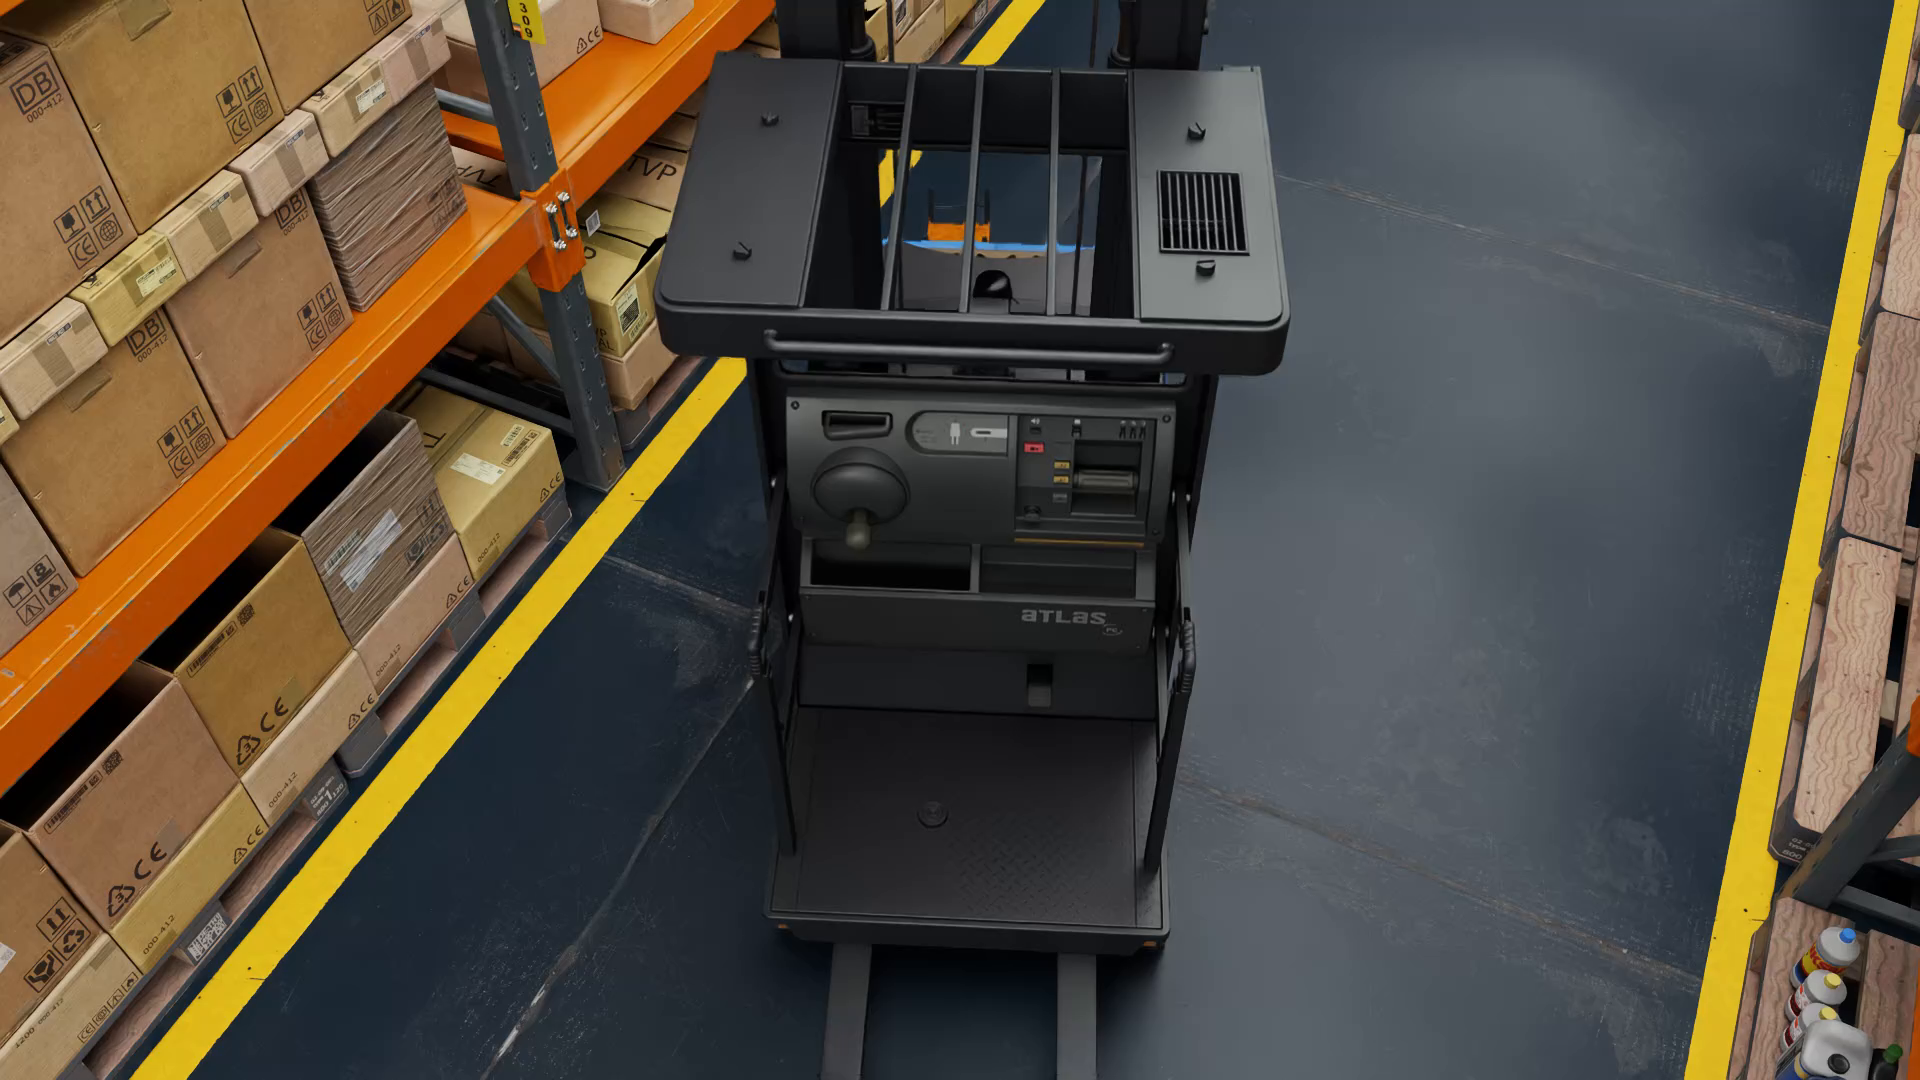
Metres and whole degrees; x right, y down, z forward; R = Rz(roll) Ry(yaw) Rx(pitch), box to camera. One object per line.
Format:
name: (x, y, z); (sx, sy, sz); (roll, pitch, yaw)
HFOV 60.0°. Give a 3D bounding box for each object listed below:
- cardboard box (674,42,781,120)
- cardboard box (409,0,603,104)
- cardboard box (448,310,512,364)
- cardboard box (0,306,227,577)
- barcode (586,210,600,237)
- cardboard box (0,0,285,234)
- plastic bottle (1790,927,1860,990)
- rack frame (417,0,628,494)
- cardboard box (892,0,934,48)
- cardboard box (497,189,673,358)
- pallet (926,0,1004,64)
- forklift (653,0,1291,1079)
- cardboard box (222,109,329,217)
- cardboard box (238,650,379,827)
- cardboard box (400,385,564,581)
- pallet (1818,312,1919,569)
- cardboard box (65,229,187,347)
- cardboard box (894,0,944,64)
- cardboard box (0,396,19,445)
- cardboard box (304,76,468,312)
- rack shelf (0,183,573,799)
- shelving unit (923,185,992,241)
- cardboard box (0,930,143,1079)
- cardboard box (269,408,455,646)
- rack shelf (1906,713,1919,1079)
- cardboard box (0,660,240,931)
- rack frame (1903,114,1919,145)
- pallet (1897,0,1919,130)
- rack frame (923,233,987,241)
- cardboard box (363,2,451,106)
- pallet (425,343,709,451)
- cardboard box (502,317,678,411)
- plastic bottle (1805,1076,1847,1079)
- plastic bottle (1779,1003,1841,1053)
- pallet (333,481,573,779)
cardboard box: (-0.831, -1.670, 6.363); (0.500, 0.311, 0.500); (18, 52, 15)
cardboard box: (-1.500, -1.644, 5.278); (0.500, 0.250, 0.500); (23, 53, 18)
cardboard box: (-1.756, -0.964, 6.131); (0.500, 0.250, 0.500); (19, 52, 16)
cardboard box: (-2.292, -0.355, 4.017); (0.700, 0.500, 0.500); (21, 53, 17)
barcode: (-1.186, -1.023, 5.373); (0.001, 0.075, 0.075); (20, 52, 16)
cardboard box: (-2.070, -1.136, 3.830); (0.700, 0.500, 0.500); (20, 52, 16)
plastic bottle: (2.273, 1.093, 4.353); (0.097, 0.271, 0.097); (0, 50, 0)
rack frame: (-1.671, -1.339, 4.920); (1.000, 3.000, 0.127); (20, 52, 16)
cardboard box: (-0.398, -2.373, 6.961); (0.500, 0.311, 0.500); (19, 52, 16)
cardboard box: (-1.269, -0.970, 5.767); (0.500, 0.311, 0.500); (20, 52, 16)
pallet: (-0.349, -2.636, 7.854); (1.003, 0.211, 1.213); (20, 52, 16)
forklift: (0.038, -0.056, 3.873); (1.130, 2.935, 3.031); (2, 50, 2)
cardboard box: (-1.811, -0.974, 4.118); (0.380, 0.149, 0.250); (18, 52, 15)
cardboard box: (-2.094, 0.496, 4.888); (0.500, 0.250, 0.500); (20, 52, 16)
cardboard box: (-1.672, -0.194, 5.475); (0.500, 0.250, 0.500); (20, 52, 16)
pallet: (3.626, -0.218, 5.797); (1.003, 0.211, 1.213); (20, 52, 16)
cardboard box: (-2.030, -0.625, 3.821); (0.380, 0.149, 0.250); (20, 52, 16)
cardboard box: (-0.401, -2.196, 7.179); (0.500, 0.250, 0.500); (21, 53, 17)
cardboard box: (-2.248, -0.267, 3.516); (0.380, 0.149, 0.250); (21, 53, 17)
cardboard box: (-1.855, -1.064, 4.620); (0.700, 0.500, 0.500); (19, 52, 15)
rack shelf: (-2.525, 0.271, 4.022); (1.077, 0.370, 4.000); (20, 52, 16)
shelving unit: (-0.008, -0.702, 5.658); (0.215, 1.050, 0.252); (2, 50, 2)
cardboard box: (-2.525, 1.183, 4.303); (0.500, 0.250, 0.500); (20, 52, 16)
cardboard box: (-1.896, -0.097, 4.900); (0.500, 0.500, 0.500); (20, 52, 16)
rack shelf: (1.951, 1.885, 2.649); (1.077, 0.370, 4.000); (20, 52, 16)
cardboard box: (-2.306, 0.598, 4.309); (0.500, 0.500, 0.500); (20, 52, 16)
rack frame: (4.515, -2.480, 5.890); (1.000, 3.000, 0.127); (20, 52, 16)
pallet: (4.814, -2.132, 7.426); (1.003, 0.211, 1.213); (20, 52, 16)
rack frame: (-0.014, -0.609, 5.579); (0.200, 1.050, 0.008); (2, 50, 2)
cardboard box: (-1.594, -1.325, 4.416); (0.380, 0.149, 0.250); (20, 52, 16)
pallet: (-1.392, -0.956, 6.425); (1.003, 0.211, 1.213); (20, 52, 16)
cardboard box: (-1.275, -0.782, 5.975); (0.500, 0.250, 0.500); (19, 52, 15)
plastic bottle: (2.086, 1.411, 4.030); (0.144, 0.351, 0.185); (21, 53, 17)
plastic bottle: (2.187, 1.256, 4.260); (0.097, 0.201, 0.097); (0, 50, 0)
pallet: (-2.049, 0.098, 5.528); (1.003, 0.211, 1.213); (20, 52, 16)
